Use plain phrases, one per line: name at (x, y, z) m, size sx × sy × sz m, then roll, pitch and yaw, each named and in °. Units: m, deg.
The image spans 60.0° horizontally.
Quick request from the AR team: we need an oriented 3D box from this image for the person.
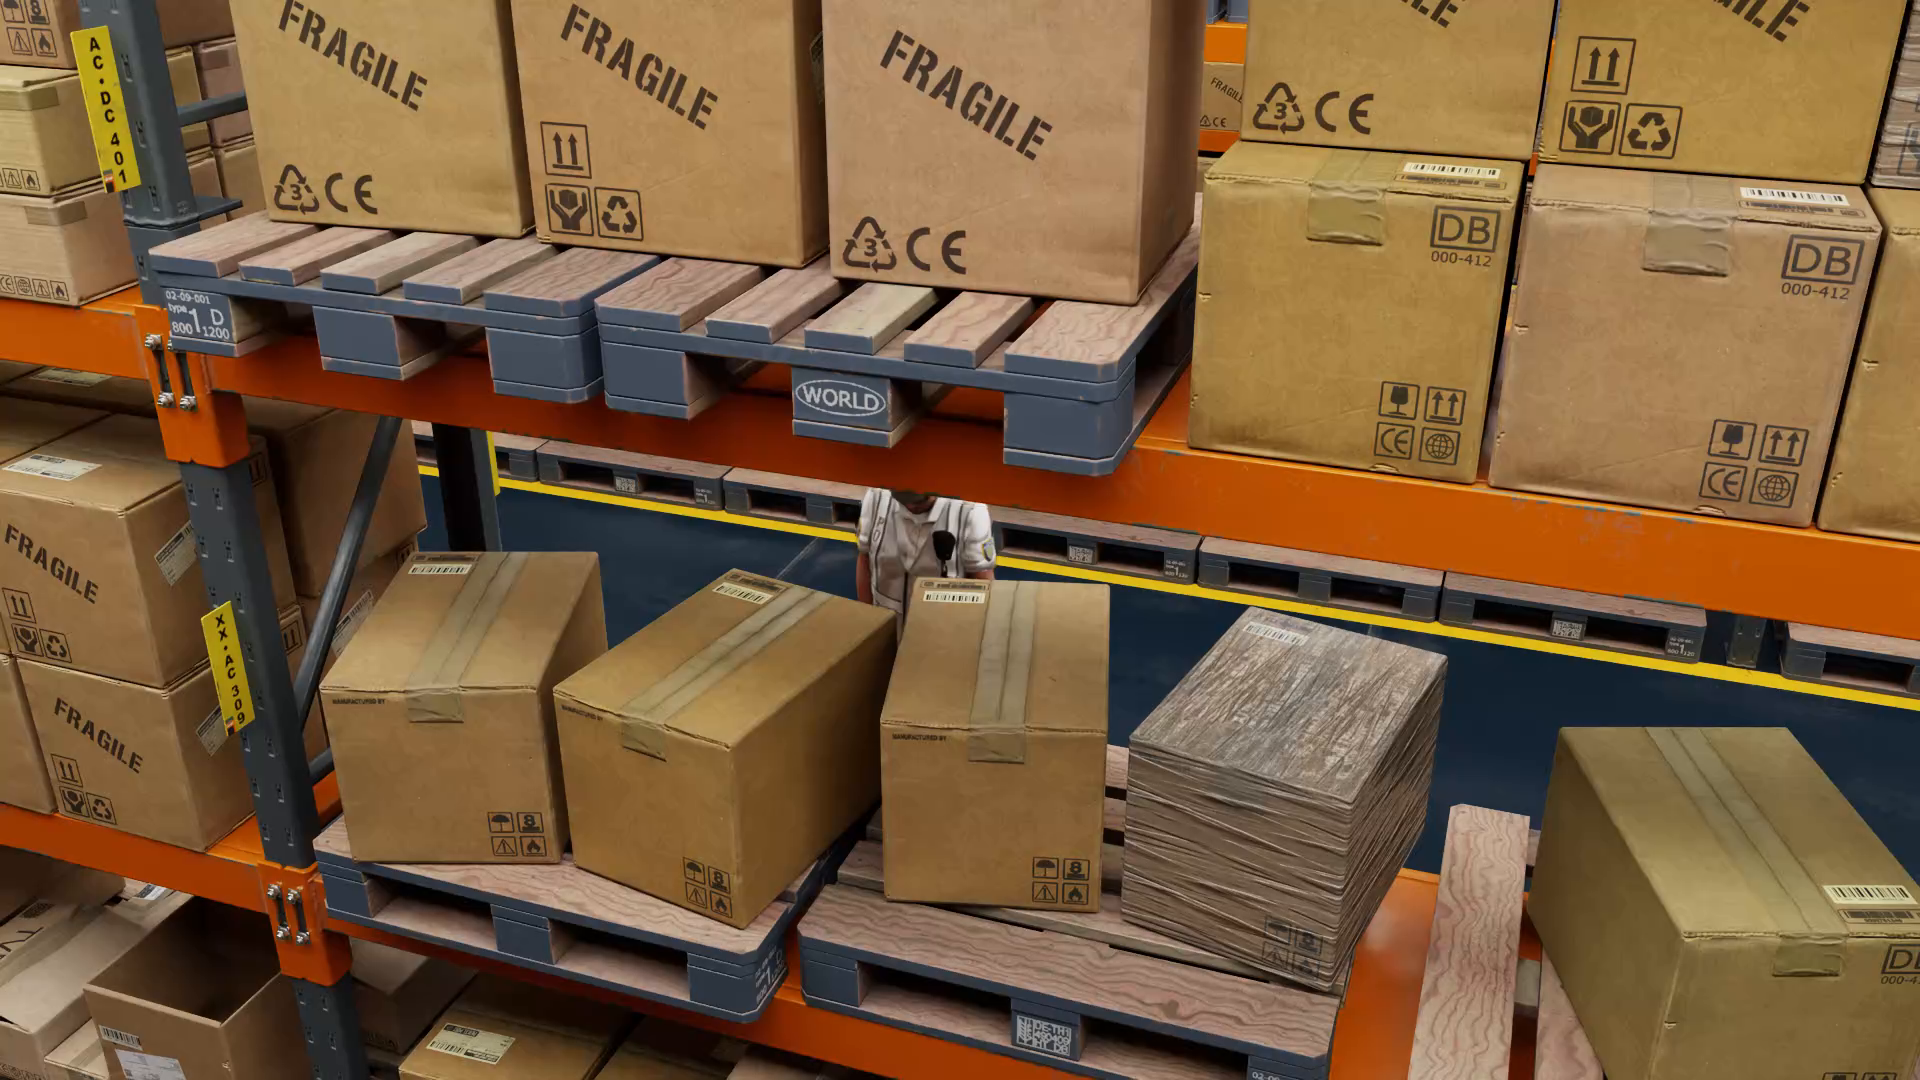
person at (-0.133, 0.364, 6.428) m, size 0.561 × 1.691 × 0.517 m, roll 9°, pitch 27°, yaw 19°
